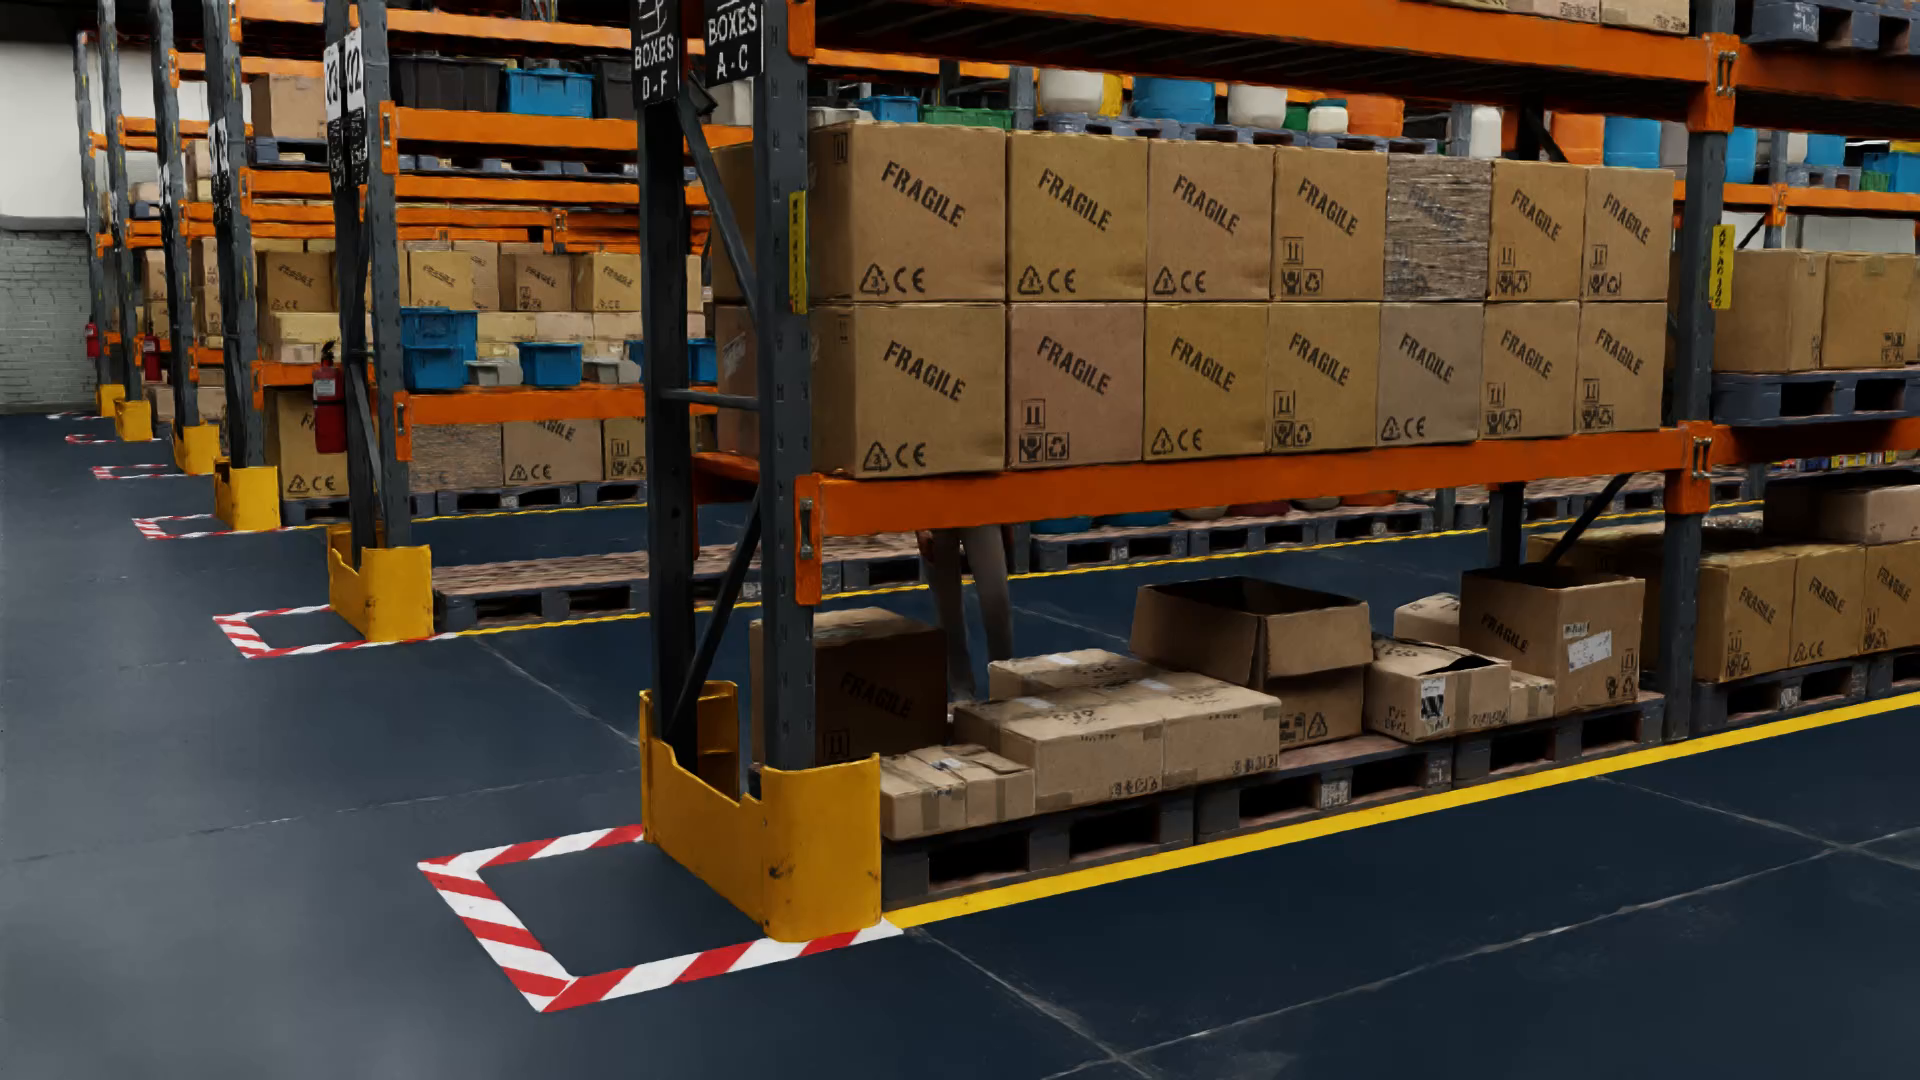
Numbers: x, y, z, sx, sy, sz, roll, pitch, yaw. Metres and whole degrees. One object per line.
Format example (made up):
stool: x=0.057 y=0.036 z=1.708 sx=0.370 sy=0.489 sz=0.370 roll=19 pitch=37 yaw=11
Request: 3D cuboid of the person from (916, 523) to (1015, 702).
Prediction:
person: x=0.024 y=-0.059 z=7.213 sx=0.574 sy=1.680 sz=0.408 roll=0 pitch=8 yaw=3
